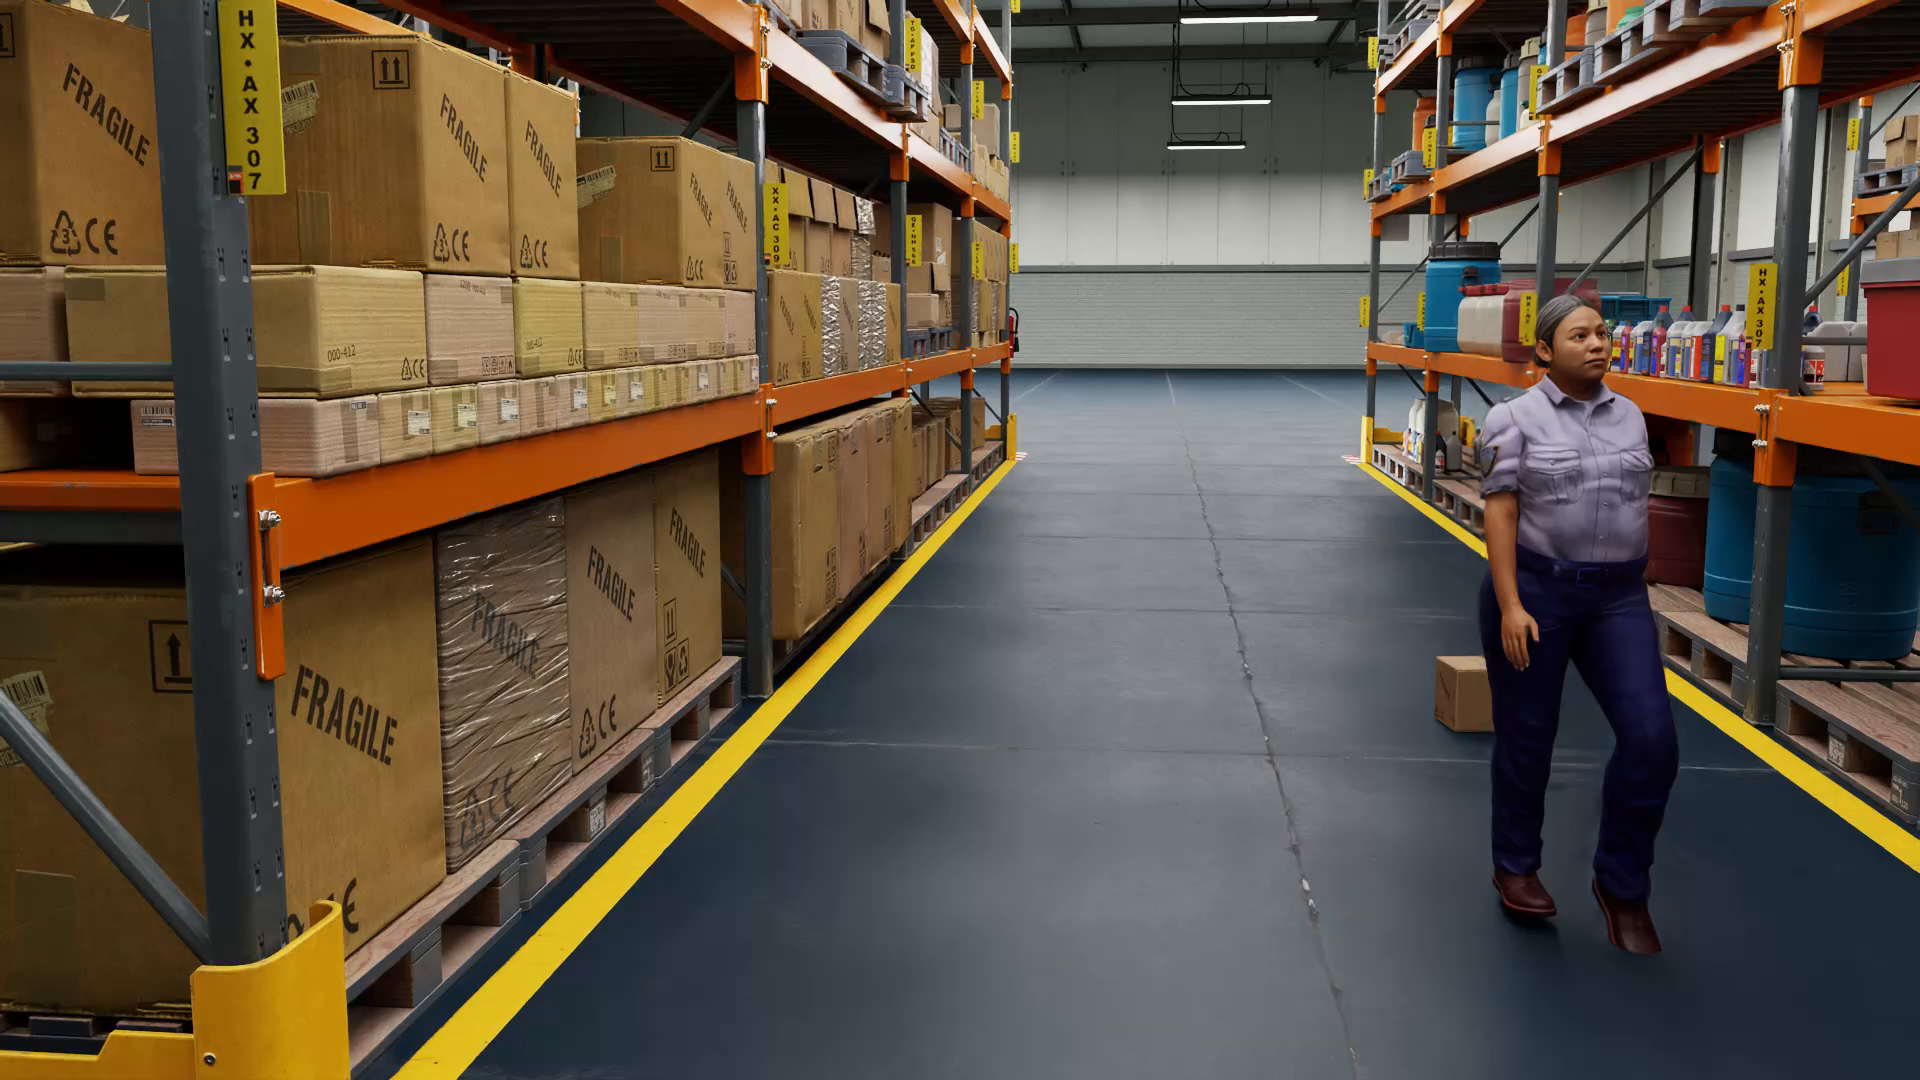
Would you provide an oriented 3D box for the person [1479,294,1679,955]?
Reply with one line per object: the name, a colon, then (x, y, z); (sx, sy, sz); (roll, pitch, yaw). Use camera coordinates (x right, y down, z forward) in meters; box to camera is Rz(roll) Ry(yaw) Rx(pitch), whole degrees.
person: (1.582, 0.227, 4.312); (0.479, 1.712, 0.493); (0, 8, -3)
